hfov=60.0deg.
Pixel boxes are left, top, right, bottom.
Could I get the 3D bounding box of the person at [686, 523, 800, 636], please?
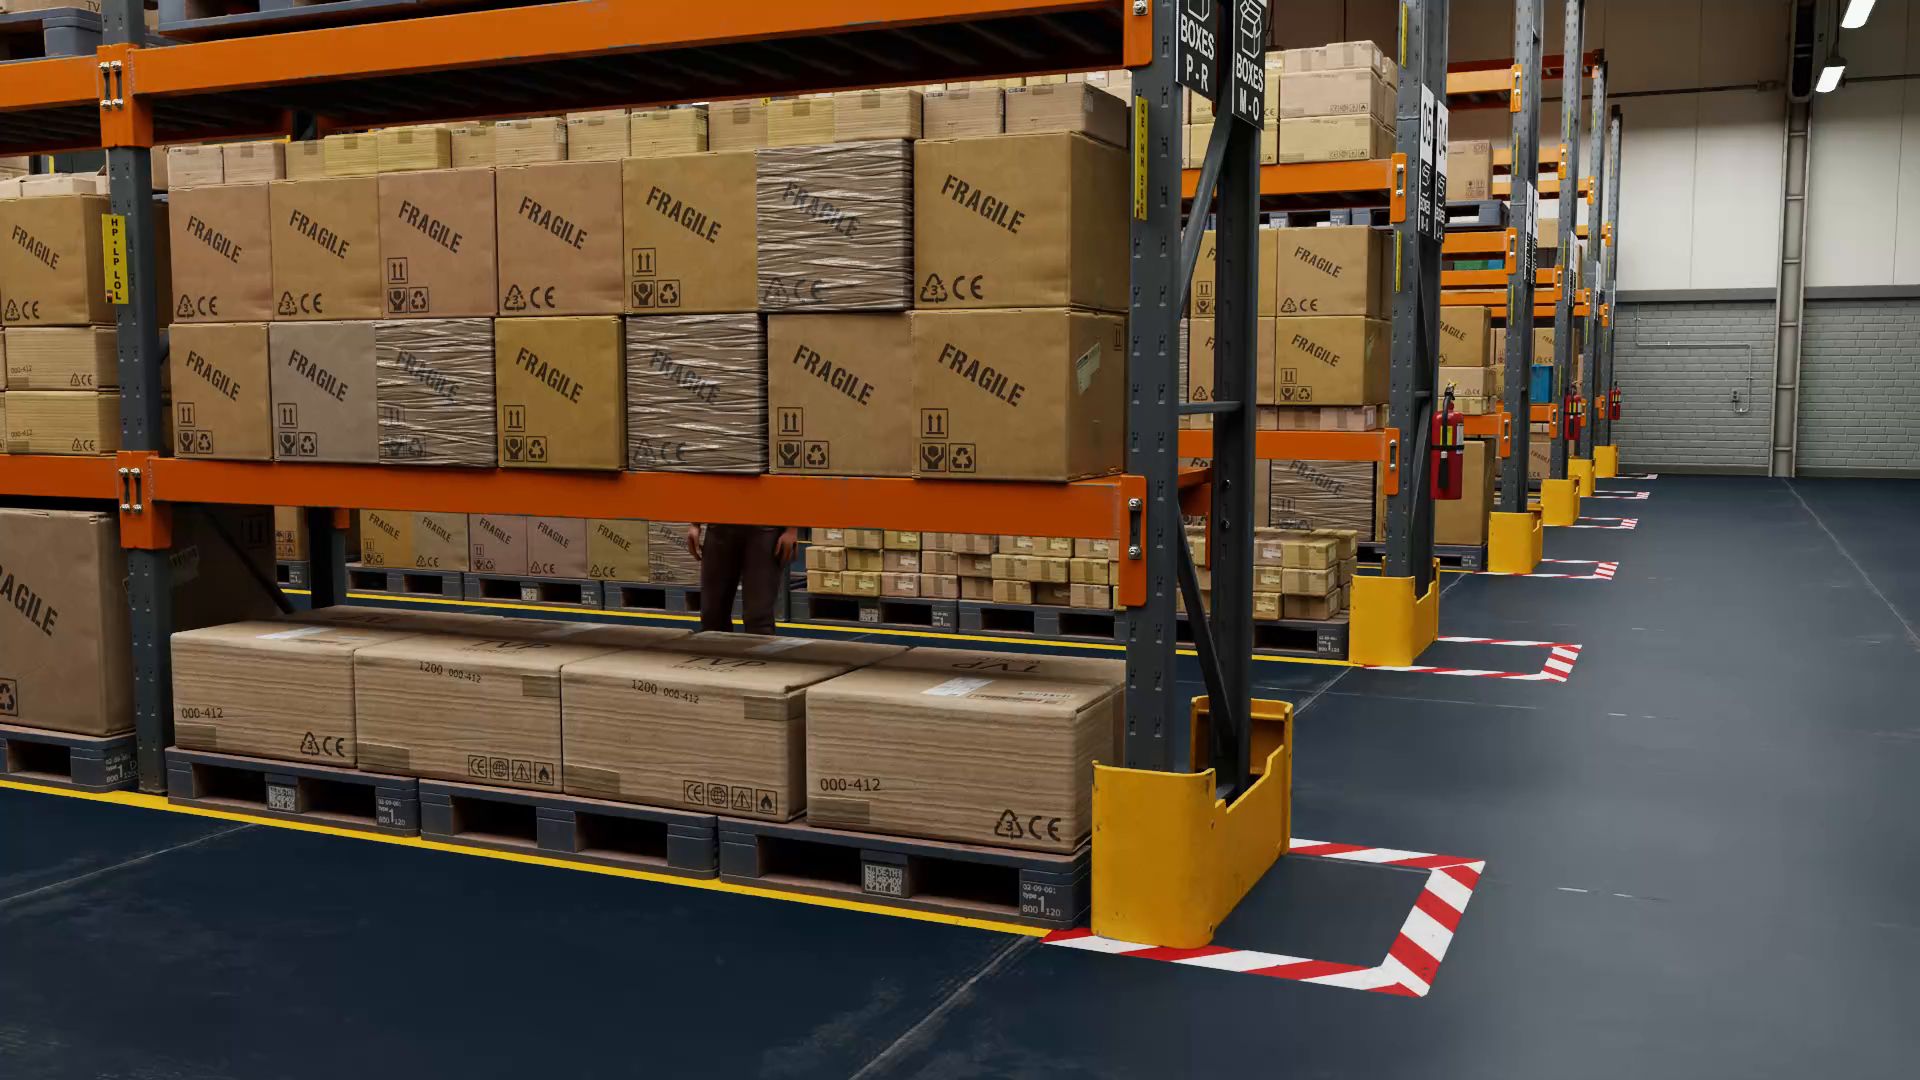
[{"bbox_3d":[-1.029,0.025,7.918,0.593,1.619,0.474,2,6,20],"label":"person"}]
